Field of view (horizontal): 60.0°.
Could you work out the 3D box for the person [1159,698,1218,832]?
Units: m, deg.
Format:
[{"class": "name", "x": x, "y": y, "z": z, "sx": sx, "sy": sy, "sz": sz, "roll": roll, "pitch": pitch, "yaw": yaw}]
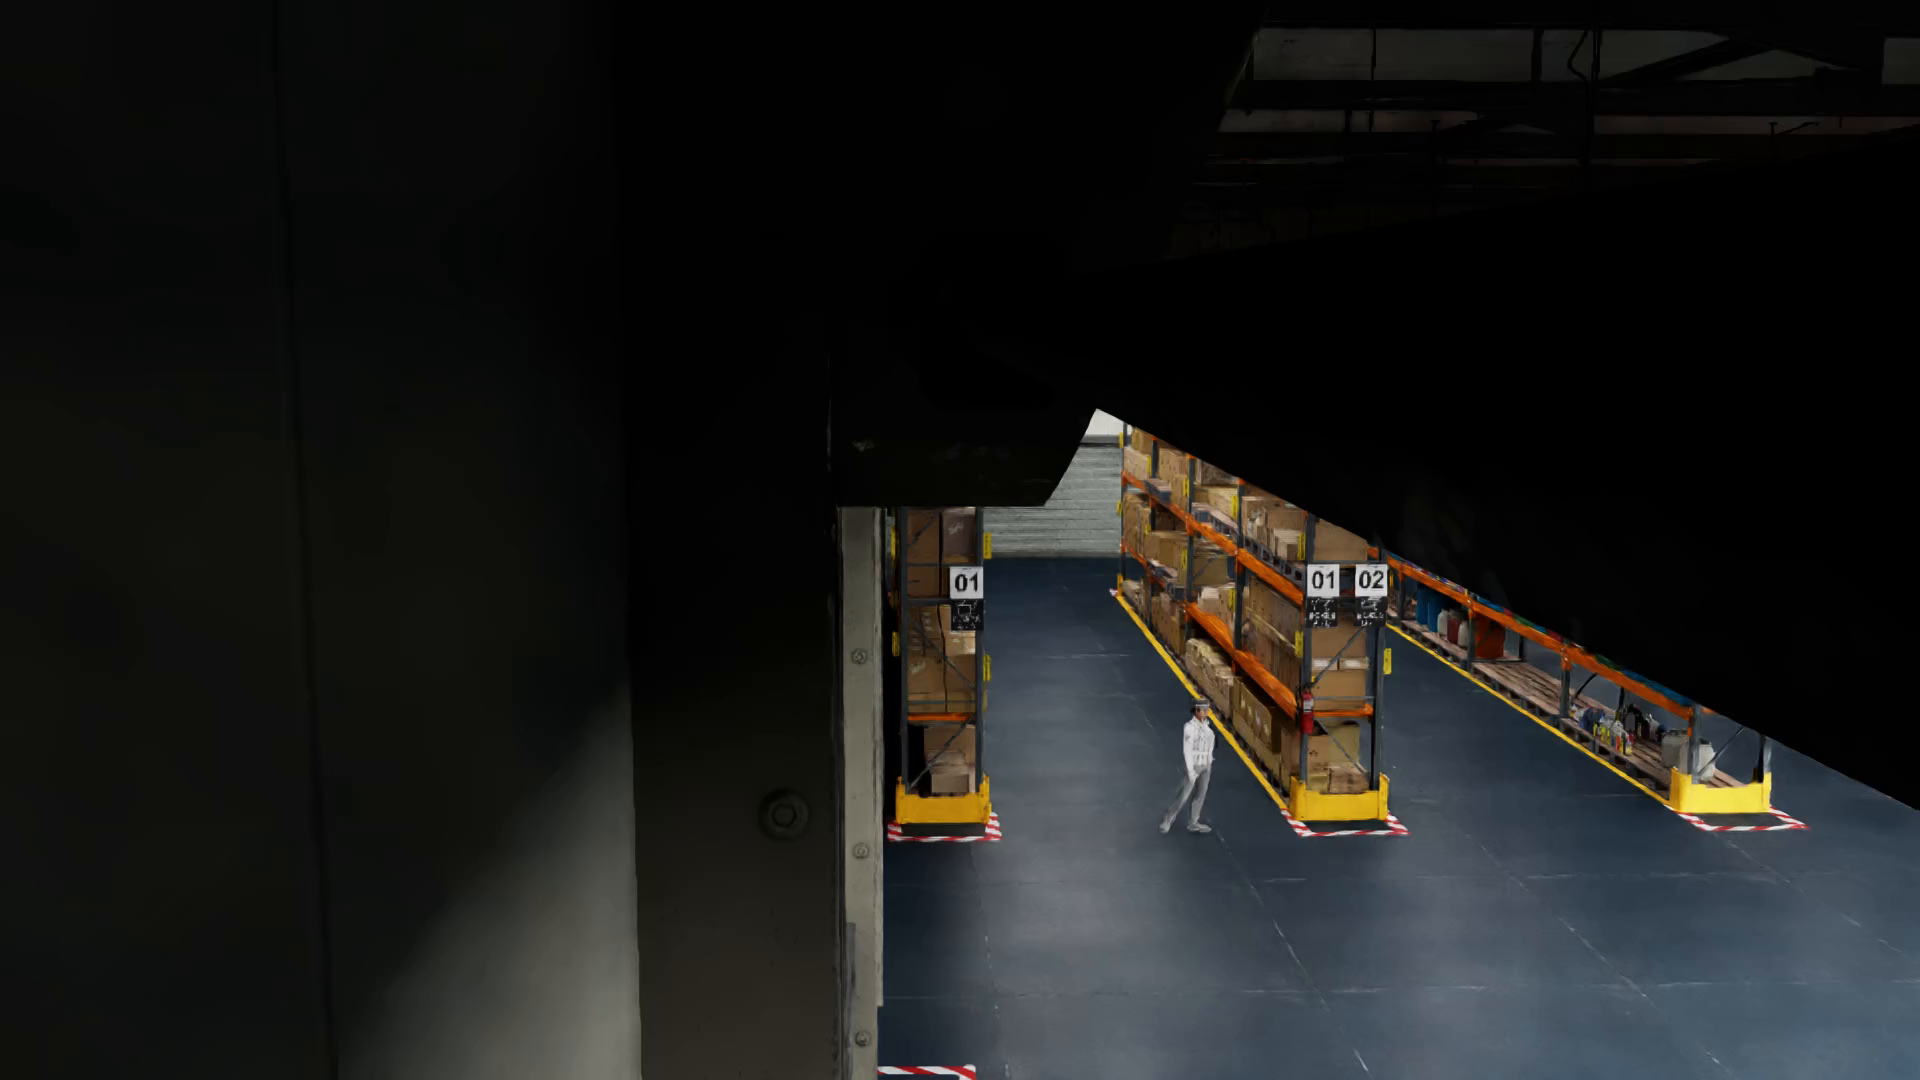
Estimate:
[{"class": "person", "x": 2.741, "y": 2.716, "z": 20.016, "sx": 0.490, "sy": 1.663, "sz": 0.668, "roll": 8, "pitch": 11, "yaw": 43}]
